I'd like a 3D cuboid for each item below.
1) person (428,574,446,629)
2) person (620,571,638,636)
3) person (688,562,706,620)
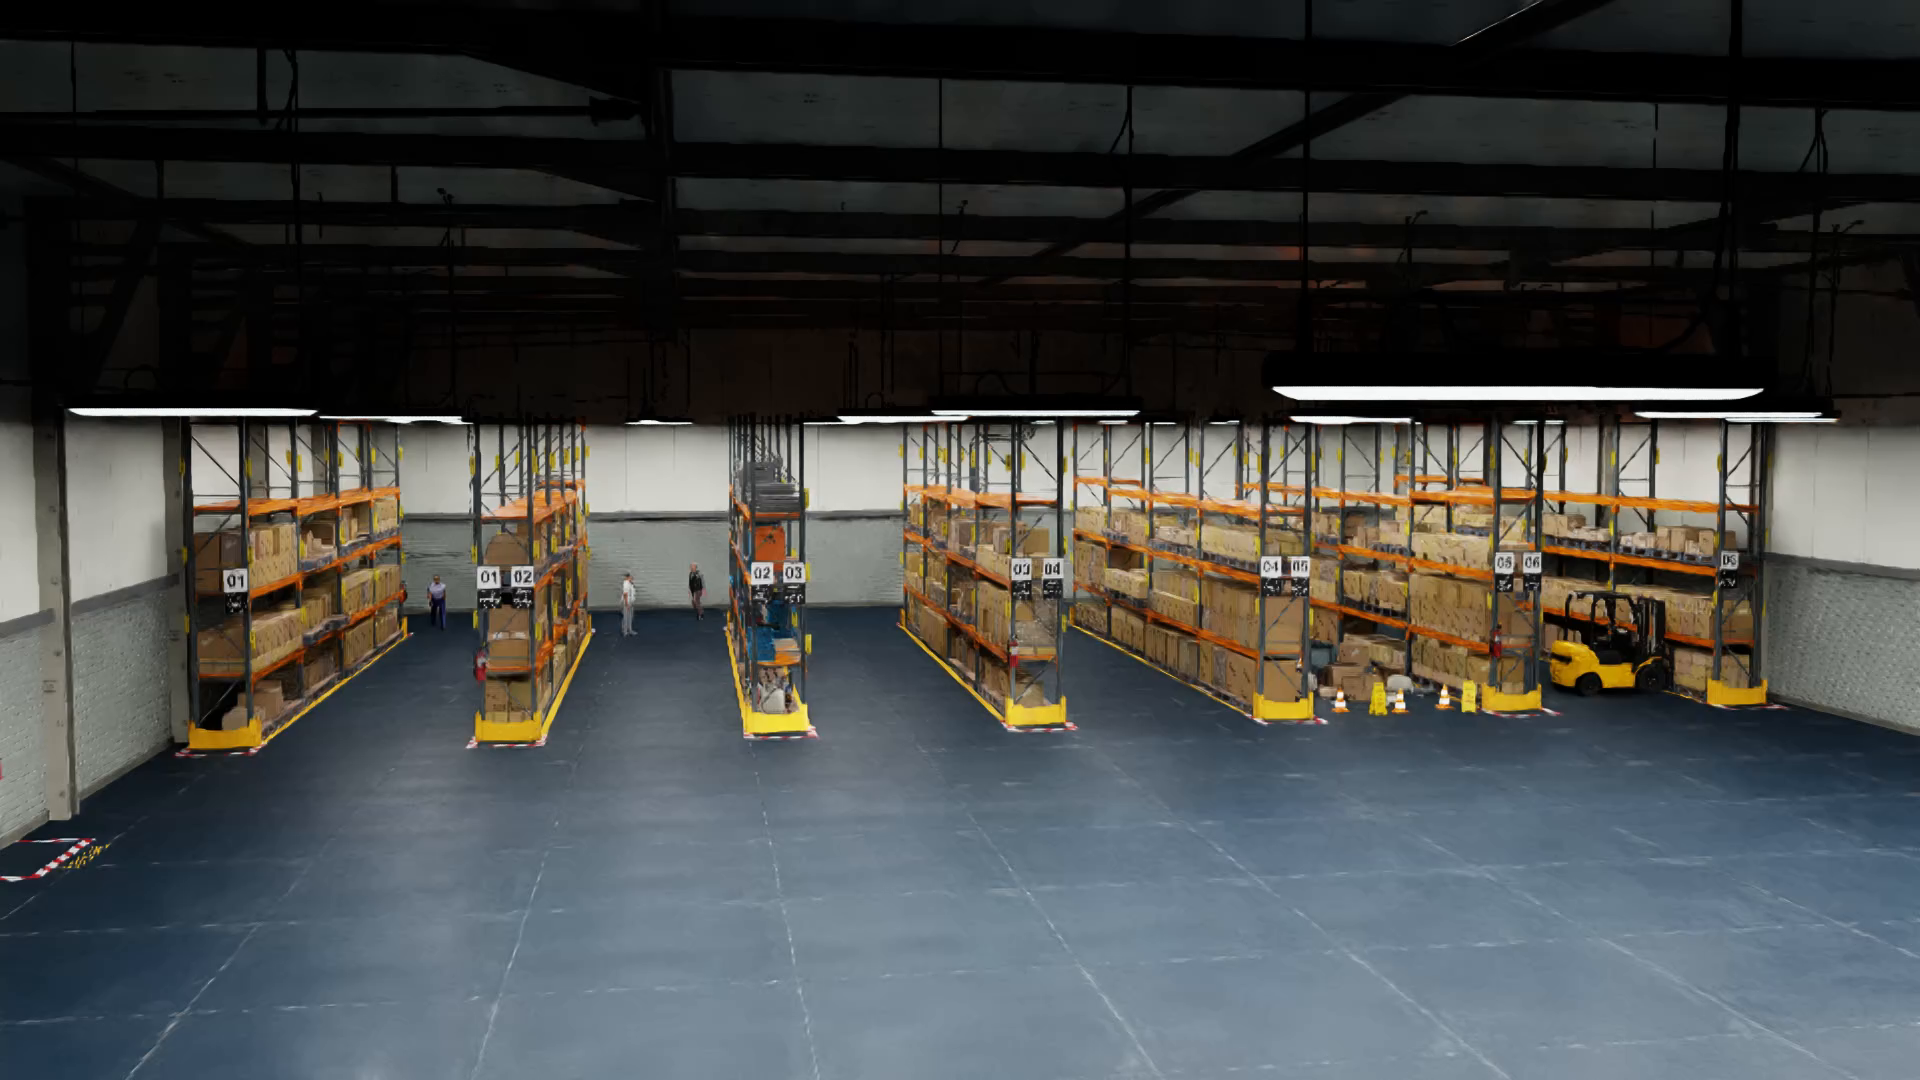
[{"bbox_3d":[-14.788,1.728,47.013,0.496,1.564,1.063,-1,4,-19],"label":"person"},{"bbox_3d":[-9.103,1.727,45.662,0.423,1.761,0.609,0,4,2],"label":"person"},{"bbox_3d":[-7.817,1.505,49.318,0.499,1.706,0.580,-3,5,-41],"label":"person"}]
